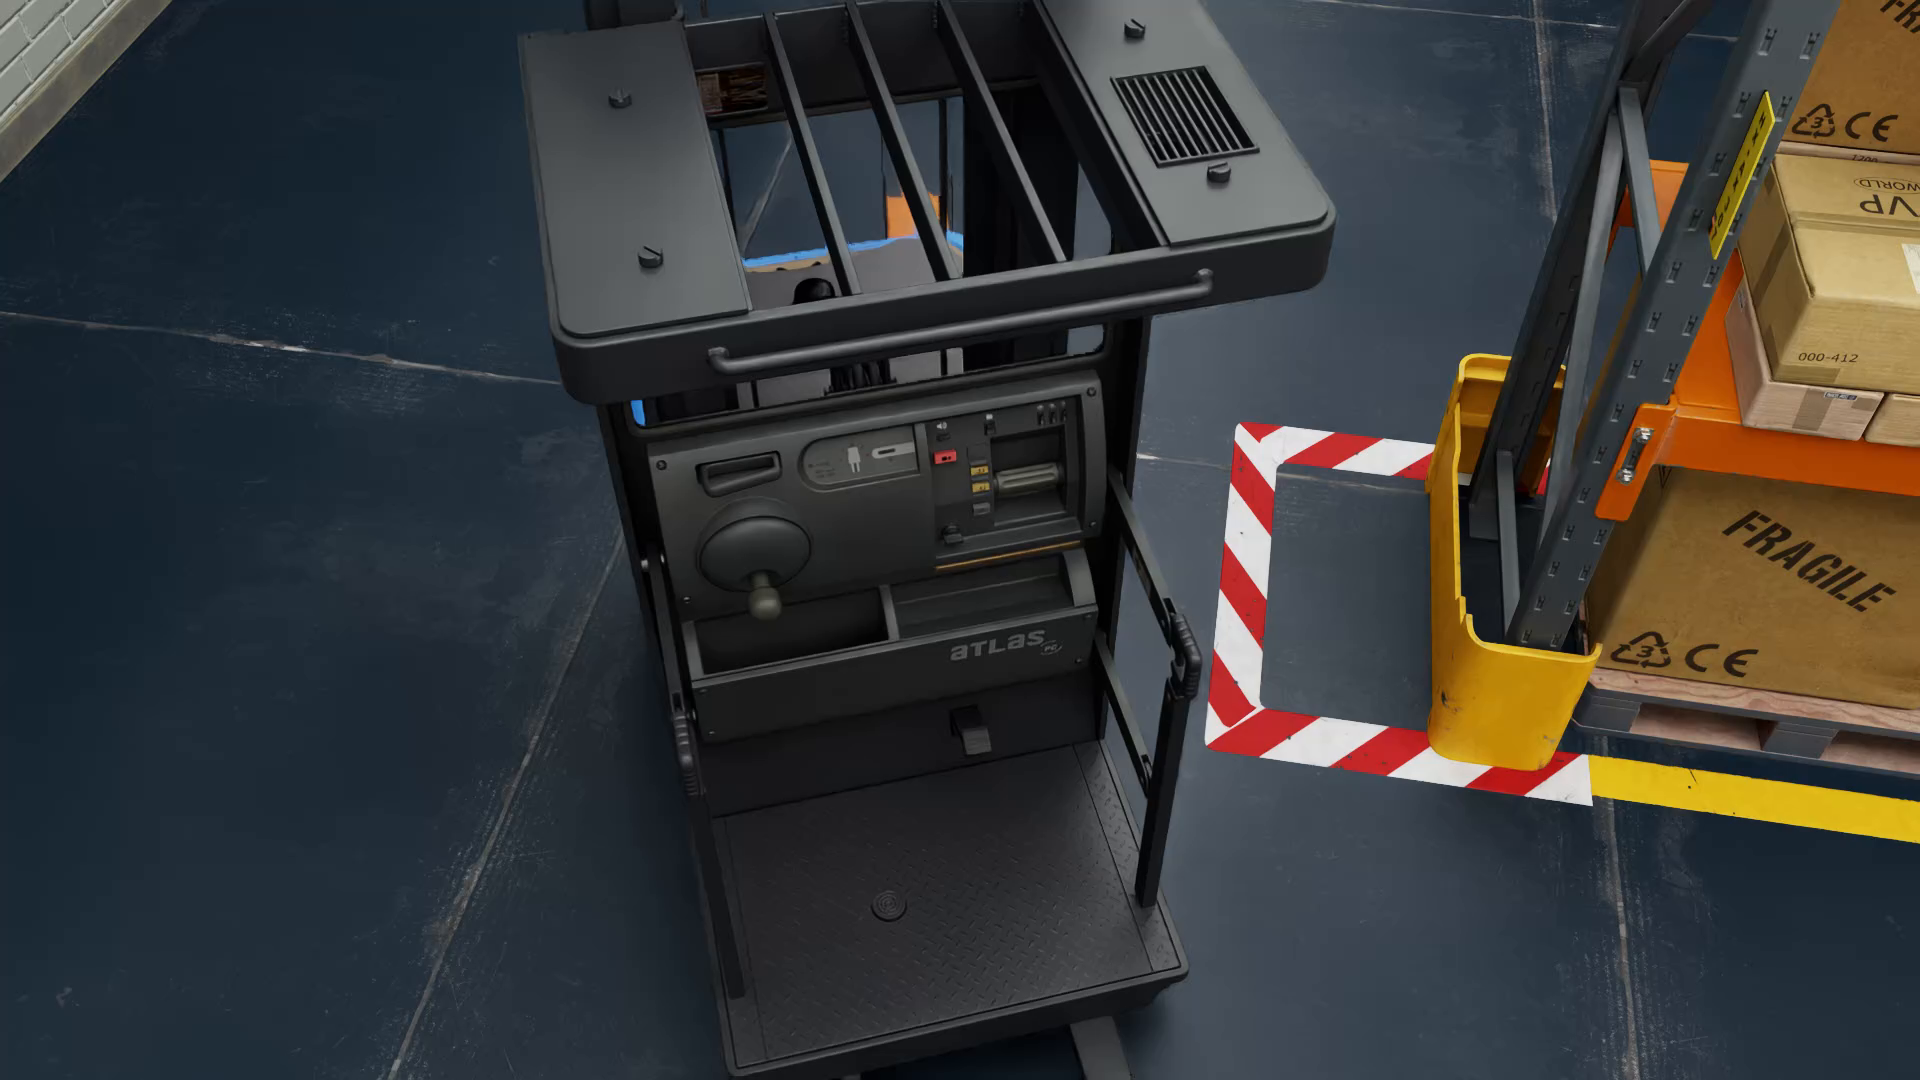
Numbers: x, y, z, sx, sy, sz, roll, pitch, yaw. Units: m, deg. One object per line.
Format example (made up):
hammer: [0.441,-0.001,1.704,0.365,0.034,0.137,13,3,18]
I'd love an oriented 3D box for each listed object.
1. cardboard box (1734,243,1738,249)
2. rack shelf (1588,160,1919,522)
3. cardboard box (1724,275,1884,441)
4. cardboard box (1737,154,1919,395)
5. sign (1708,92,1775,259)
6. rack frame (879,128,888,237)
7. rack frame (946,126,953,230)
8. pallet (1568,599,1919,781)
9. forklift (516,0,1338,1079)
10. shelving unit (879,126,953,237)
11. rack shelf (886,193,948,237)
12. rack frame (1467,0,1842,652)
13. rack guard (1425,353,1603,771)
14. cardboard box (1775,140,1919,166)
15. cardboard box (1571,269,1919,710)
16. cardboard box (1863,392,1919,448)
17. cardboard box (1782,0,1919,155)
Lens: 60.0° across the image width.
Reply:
cardboard box: [2.028,-0.903,4.214,0.250,0.149,0.380,9,49,8]
rack shelf: [3.588,-0.288,3.976,4.000,0.370,1.077,8,49,7]
cardboard box: [1.910,-0.421,3.780,0.250,0.149,0.380,8,49,7]
cardboard box: [2.044,-0.581,3.656,0.500,0.250,0.500,7,48,6]
sign: [1.515,-0.703,3.230,0.005,0.325,0.100,8,49,7]
rack frame: [-0.215,-0.678,5.053,0.006,1.200,0.240,-3,48,-3]
rack frame: [-0.033,-0.689,5.063,0.006,1.200,0.240,-3,48,-3]
pallet: [2.420,0.188,4.940,1.213,0.211,1.003,8,49,7]
forklift: [-0.100,0.015,3.266,1.130,2.935,3.031,-10,49,-9]
shelving unit: [-0.124,-0.684,5.058,0.189,1.200,0.258,-3,48,-3]
rack shelf: [-0.124,-0.895,4.823,0.180,0.103,0.258,-3,48,-3]
rack frame: [1.619,-0.793,3.946,0.127,3.000,1.000,8,49,7]
rack guard: [1.596,0.039,4.879,0.348,0.500,1.175,8,49,7]
cardboard box: [2.144,-0.972,4.008,0.500,0.250,0.500,7,48,6]
cardboard box: [2.263,-0.197,4.557,0.875,0.875,0.875,8,49,7]
cardboard box: [2.163,-0.388,3.751,0.250,0.149,0.380,7,48,6]
cardboard box: [2.146,-1.221,3.727,0.500,0.500,0.500,8,49,7]
